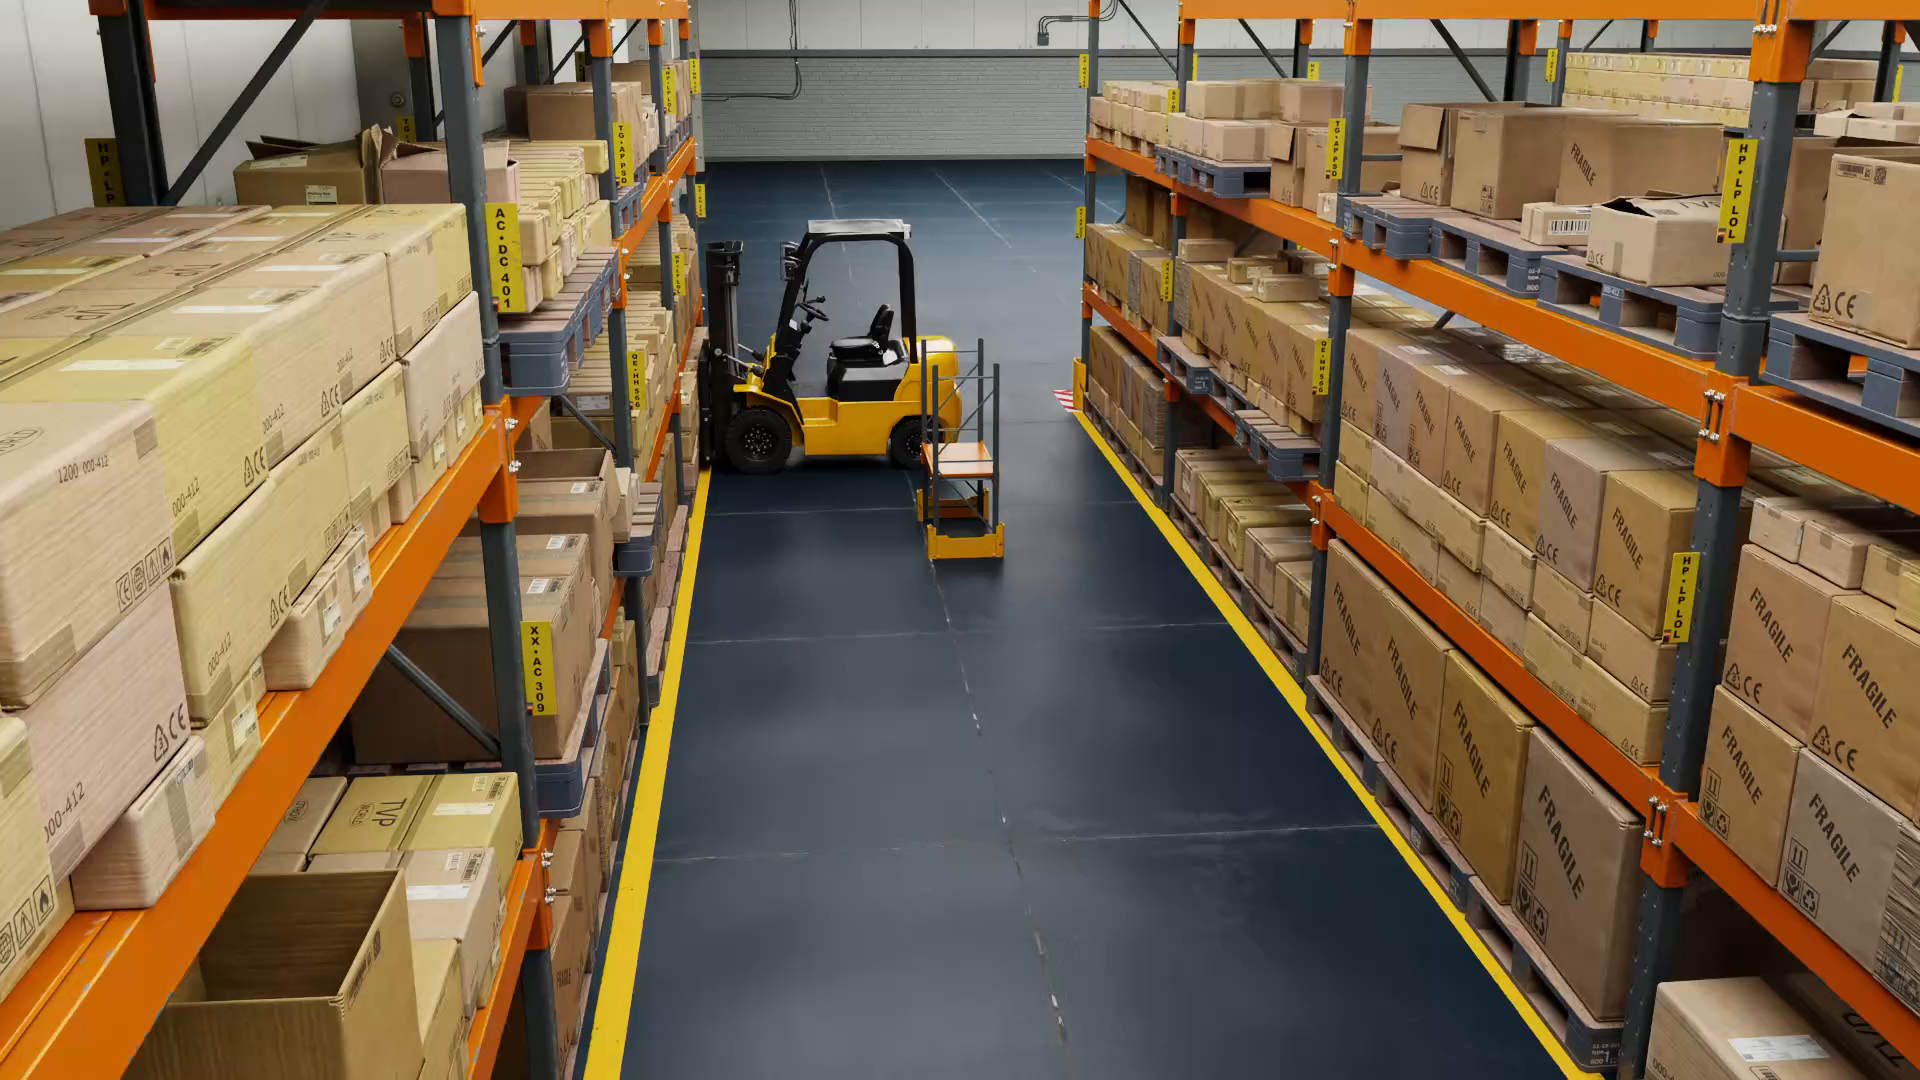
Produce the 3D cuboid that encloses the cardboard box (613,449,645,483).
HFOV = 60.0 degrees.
[{"bbox_3d":[-2.125,-0.411,9.728,0.500,0.250,0.500,-2,18,-5],"label":"cardboard box"}]

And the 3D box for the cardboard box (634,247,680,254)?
[{"bbox_3d":[-2.549,-2.368,13.967,0.380,0.149,0.250,-1,17,-4],"label":"cardboard box"}]

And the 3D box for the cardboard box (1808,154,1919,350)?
[{"bbox_3d":[2.879,-0.851,4.836,0.500,0.500,0.500,-1,17,-5],"label":"cardboard box"}]

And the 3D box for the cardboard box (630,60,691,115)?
[{"bbox_3d":[-2.859,-4.329,15.914,0.500,0.500,0.500,-1,17,-4],"label":"cardboard box"}]

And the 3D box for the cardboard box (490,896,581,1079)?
[{"bbox_3d":[-1.736,1.690,6.257,0.500,0.500,0.500,-1,17,-3],"label":"cardboard box"}]

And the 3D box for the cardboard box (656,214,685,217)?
[{"bbox_3d":[-2.901,-3.125,16.377,0.380,0.149,0.250,-2,18,-5],"label":"cardboard box"}]

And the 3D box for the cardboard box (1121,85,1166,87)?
[{"bbox_3d":[1.702,-4.161,15.504,0.380,0.149,0.250,-2,18,-6],"label":"cardboard box"}]

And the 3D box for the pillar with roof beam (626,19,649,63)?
[{"bbox_3d":[-0.927,-9.061,27.016,9.100,9.000,0.400,-2,18,-6],"label":"pillar with roof beam"}]

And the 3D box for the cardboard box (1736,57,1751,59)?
[{"bbox_3d":[7.283,-4.310,15.109,0.380,0.149,0.250,-2,18,-6],"label":"cardboard box"}]

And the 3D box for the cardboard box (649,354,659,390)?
[{"bbox_3d":[-2.289,-1.106,11.109,0.500,0.250,0.500,-2,17,-5],"label":"cardboard box"}]

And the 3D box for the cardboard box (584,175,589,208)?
[{"bbox_3d":[-2.039,-1.716,8.213,0.380,0.149,0.250,-2,18,-7],"label":"cardboard box"}]

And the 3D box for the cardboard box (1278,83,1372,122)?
[{"bbox_3d":[2.516,-3.015,11.480,0.500,0.250,0.500,-1,17,-5],"label":"cardboard box"}]

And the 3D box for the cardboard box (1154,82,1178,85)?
[{"bbox_3d":[2.107,-4.403,16.273,0.380,0.149,0.250,-1,17,-5],"label":"cardboard box"}]

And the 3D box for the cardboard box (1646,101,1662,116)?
[{"bbox_3d":[6.602,-3.985,15.405,0.380,0.149,0.250,-2,18,-6],"label":"cardboard box"}]

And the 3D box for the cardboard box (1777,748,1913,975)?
[{"bbox_3d":[2.863,0.945,4.993,0.500,0.500,0.500,-2,18,-5],"label":"cardboard box"}]

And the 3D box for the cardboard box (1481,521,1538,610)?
[{"bbox_3d":[2.622,0.101,7.263,0.500,0.250,0.500,-1,17,-4],"label":"cardboard box"}]

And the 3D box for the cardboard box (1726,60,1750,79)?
[{"bbox_3d":[6.735,-3.986,14.078,0.380,0.149,0.250,-2,18,-6],"label":"cardboard box"}]

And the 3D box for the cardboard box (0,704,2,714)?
[{"bbox_3d":[-1.293,0.161,1.568,0.500,0.250,0.500,-2,18,-6],"label":"cardboard box"}]

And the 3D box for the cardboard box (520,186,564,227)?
[{"bbox_3d":[-1.639,-1.185,5.990,0.380,0.149,0.250,-2,18,-7],"label":"cardboard box"}]

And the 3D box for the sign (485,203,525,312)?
[{"bbox_3d":[-1.371,-0.848,4.999,0.100,0.325,0.005,-2,18,-6],"label":"sign"}]

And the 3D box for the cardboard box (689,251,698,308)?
[{"bbox_3d":[-2.791,-2.480,15.903,0.500,0.500,0.500,-1,17,-4],"label":"cardboard box"}]

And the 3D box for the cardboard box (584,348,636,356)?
[{"bbox_3d":[-2.238,-1.111,10.457,0.380,0.149,0.250,-2,17,-5],"label":"cardboard box"}]

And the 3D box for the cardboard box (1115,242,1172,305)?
[{"bbox_3d":[1.734,-2.463,15.352,0.500,0.500,0.500,-2,18,-7],"label":"cardboard box"}]

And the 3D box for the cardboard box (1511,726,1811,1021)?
[{"bbox_3d":[2.884,1.326,6.793,0.875,0.875,0.875,-1,17,-4],"label":"cardboard box"}]

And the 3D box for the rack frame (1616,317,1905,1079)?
[{"bbox_3d":[3.027,0.695,5.957,1.000,3.000,0.127,-2,18,-6],"label":"rack frame"}]

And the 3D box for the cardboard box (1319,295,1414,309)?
[{"bbox_3d":[2.676,-1.341,11.077,0.500,0.500,0.500,-1,17,-5],"label":"cardboard box"}]

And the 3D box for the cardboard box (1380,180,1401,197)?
[{"bbox_3d":[2.725,-2.039,9.881,0.396,0.266,0.258,-2,18,-6],"label":"cardboard box"}]

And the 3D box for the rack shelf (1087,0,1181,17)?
[{"bbox_3d":[1.996,-4.802,14.656,1.077,0.370,4.000,-2,18,-6],"label":"rack shelf"}]

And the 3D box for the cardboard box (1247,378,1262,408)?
[{"bbox_3d":[2.116,-0.976,10.997,0.380,0.149,0.250,-1,17,-5],"label":"cardboard box"}]

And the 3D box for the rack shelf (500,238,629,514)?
[{"bbox_3d":[-2.116,-0.835,7.021,1.077,0.370,4.000,-2,18,-6],"label":"rack shelf"}]

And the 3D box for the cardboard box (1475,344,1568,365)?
[{"bbox_3d":[2.989,-0.723,8.637,0.500,0.500,0.500,-1,17,-5],"label":"cardboard box"}]

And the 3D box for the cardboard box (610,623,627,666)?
[{"bbox_3d":[-1.960,0.560,8.775,0.380,0.149,0.250,-3,18,-9],"label":"cardboard box"}]

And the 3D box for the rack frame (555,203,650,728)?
[{"bbox_3d":[-2.322,-0.343,9.261,1.000,3.000,0.127,-2,18,-6],"label":"rack frame"}]

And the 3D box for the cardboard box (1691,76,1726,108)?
[{"bbox_3d":[6.757,-3.911,14.504,0.500,0.250,0.500,-2,18,-6],"label":"cardboard box"}]

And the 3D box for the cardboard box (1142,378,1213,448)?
[{"bbox_3d":[1.874,-1.103,14.320,0.500,0.500,0.500,-2,18,-6],"label":"cardboard box"}]

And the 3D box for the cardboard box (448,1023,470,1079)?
[{"bbox_3d":[-1.472,1.364,4.244,0.380,0.149,0.250,-2,18,-6],"label":"cardboard box"}]

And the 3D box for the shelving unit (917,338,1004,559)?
[{"bbox_3d":[-0.008,-0.738,13.025,0.587,1.500,1.083,-2,18,-6],"label":"shelving unit"}]

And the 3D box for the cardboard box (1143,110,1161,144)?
[{"bbox_3d":[1.836,-3.464,13.949,0.500,0.250,0.500,-2,18,-7],"label":"cardboard box"}]

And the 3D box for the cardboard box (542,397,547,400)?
[{"bbox_3d":[-2.557,-0.790,9.437,0.380,0.149,0.250,-1,17,-4],"label":"cardboard box"}]

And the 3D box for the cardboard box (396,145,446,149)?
[{"bbox_3d":[-2.562,-1.840,8.109,0.380,0.149,0.250,-2,18,-5],"label":"cardboard box"}]

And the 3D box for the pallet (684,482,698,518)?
[{"bbox_3d":[-2.775,-0.442,14.233,1.003,0.211,1.213,-2,18,-6],"label":"pallet"}]

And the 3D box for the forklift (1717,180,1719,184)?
[{"bbox_3d":[4.825,-1.124,11.865,1.130,2.935,3.031,-2,17,-5],"label":"forklift"}]

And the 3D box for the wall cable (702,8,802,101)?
[{"bbox_3d":[-6.055,-13.728,47.065,3.097,2.526,0.112,-2,18,-6],"label":"wall cable"}]

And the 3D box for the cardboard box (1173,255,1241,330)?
[{"bbox_3d":[1.965,-1.930,12.953,0.500,0.500,0.500,-1,17,-4],"label":"cardboard box"}]

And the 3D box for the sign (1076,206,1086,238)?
[{"bbox_3d":[1.250,-3.277,17.161,0.100,0.325,0.005,-2,18,-6],"label":"sign"}]

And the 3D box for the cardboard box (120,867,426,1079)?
[{"bbox_3d":[-1.431,1.022,3.415,0.500,0.500,0.500,-1,17,-4],"label":"cardboard box"}]

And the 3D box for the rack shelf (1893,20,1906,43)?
[{"bbox_3d":[7.322,-3.604,11.503,1.077,0.370,4.000,-2,18,-6],"label":"rack shelf"}]

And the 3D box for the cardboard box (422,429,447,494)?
[{"bbox_3d":[-1.537,-0.211,4.253,0.380,0.149,0.250,-1,17,-4],"label":"cardboard box"}]

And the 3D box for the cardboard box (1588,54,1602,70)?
[{"bbox_3d":[6.472,-4.743,16.490,0.380,0.149,0.250,-2,18,-6],"label":"cardboard box"}]

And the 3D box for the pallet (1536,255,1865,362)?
[{"bbox_3d":[2.884,-0.917,6.401,0.805,0.209,1.217,-2,18,-8],"label":"pallet"}]

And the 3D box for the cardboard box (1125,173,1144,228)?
[{"bbox_3d":[2.060,-3.402,16.672,0.700,0.500,0.500,-2,18,-7],"label":"cardboard box"}]

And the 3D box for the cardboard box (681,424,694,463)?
[{"bbox_3d":[-2.477,-0.815,13.820,0.500,0.250,0.500,-2,18,-6],"label":"cardboard box"}]

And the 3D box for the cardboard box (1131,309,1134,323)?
[{"bbox_3d":[1.761,-2.035,15.071,0.380,0.149,0.250,-2,18,-7],"label":"cardboard box"}]

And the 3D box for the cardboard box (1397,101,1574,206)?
[{"bbox_3d":[2.804,-2.070,8.882,0.797,0.503,0.637,-3,18,-9],"label":"cardboard box"}]

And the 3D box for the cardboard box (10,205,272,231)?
[{"bbox_3d":[-2.141,-0.735,4.421,0.500,0.250,0.500,-2,18,-6],"label":"cardboard box"}]
